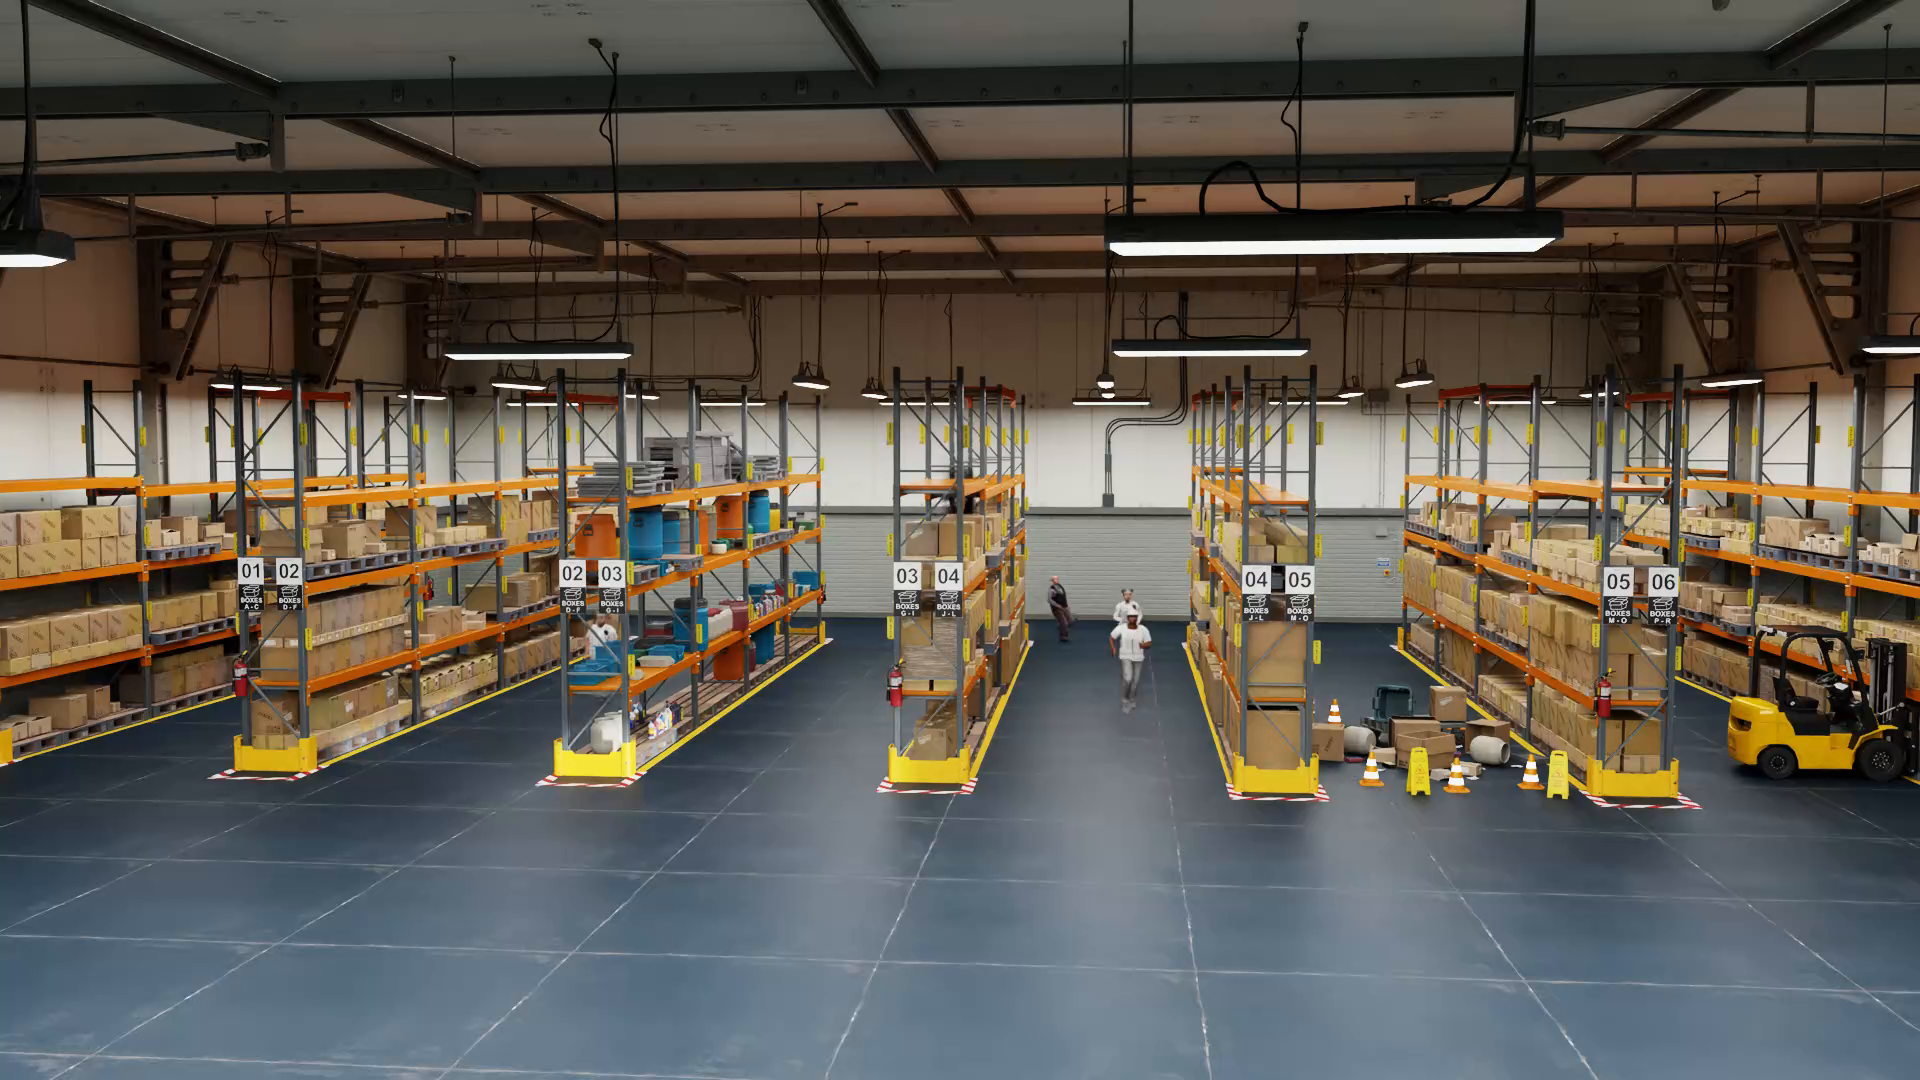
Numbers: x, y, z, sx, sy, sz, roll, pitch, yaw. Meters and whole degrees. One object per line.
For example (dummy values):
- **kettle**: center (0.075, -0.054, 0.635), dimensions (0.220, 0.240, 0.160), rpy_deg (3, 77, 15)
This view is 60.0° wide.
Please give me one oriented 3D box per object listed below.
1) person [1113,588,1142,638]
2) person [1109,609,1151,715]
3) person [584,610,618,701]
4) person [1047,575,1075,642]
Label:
- **person**: center (3.415, 1.809, 33.661), dimensions (0.605, 1.683, 0.528), rpy_deg (0, 4, -1)
- **person**: center (2.940, 2.074, 28.476), dimensions (0.671, 1.800, 0.716), rpy_deg (0, 4, -6)
- **person**: center (-6.782, 2.183, 31.327), dimensions (0.664, 1.734, 0.590), rpy_deg (0, 4, -1)
- **person**: center (2.450, 1.680, 40.281), dimensions (0.551, 1.643, 0.698), rpy_deg (3, 5, 43)
